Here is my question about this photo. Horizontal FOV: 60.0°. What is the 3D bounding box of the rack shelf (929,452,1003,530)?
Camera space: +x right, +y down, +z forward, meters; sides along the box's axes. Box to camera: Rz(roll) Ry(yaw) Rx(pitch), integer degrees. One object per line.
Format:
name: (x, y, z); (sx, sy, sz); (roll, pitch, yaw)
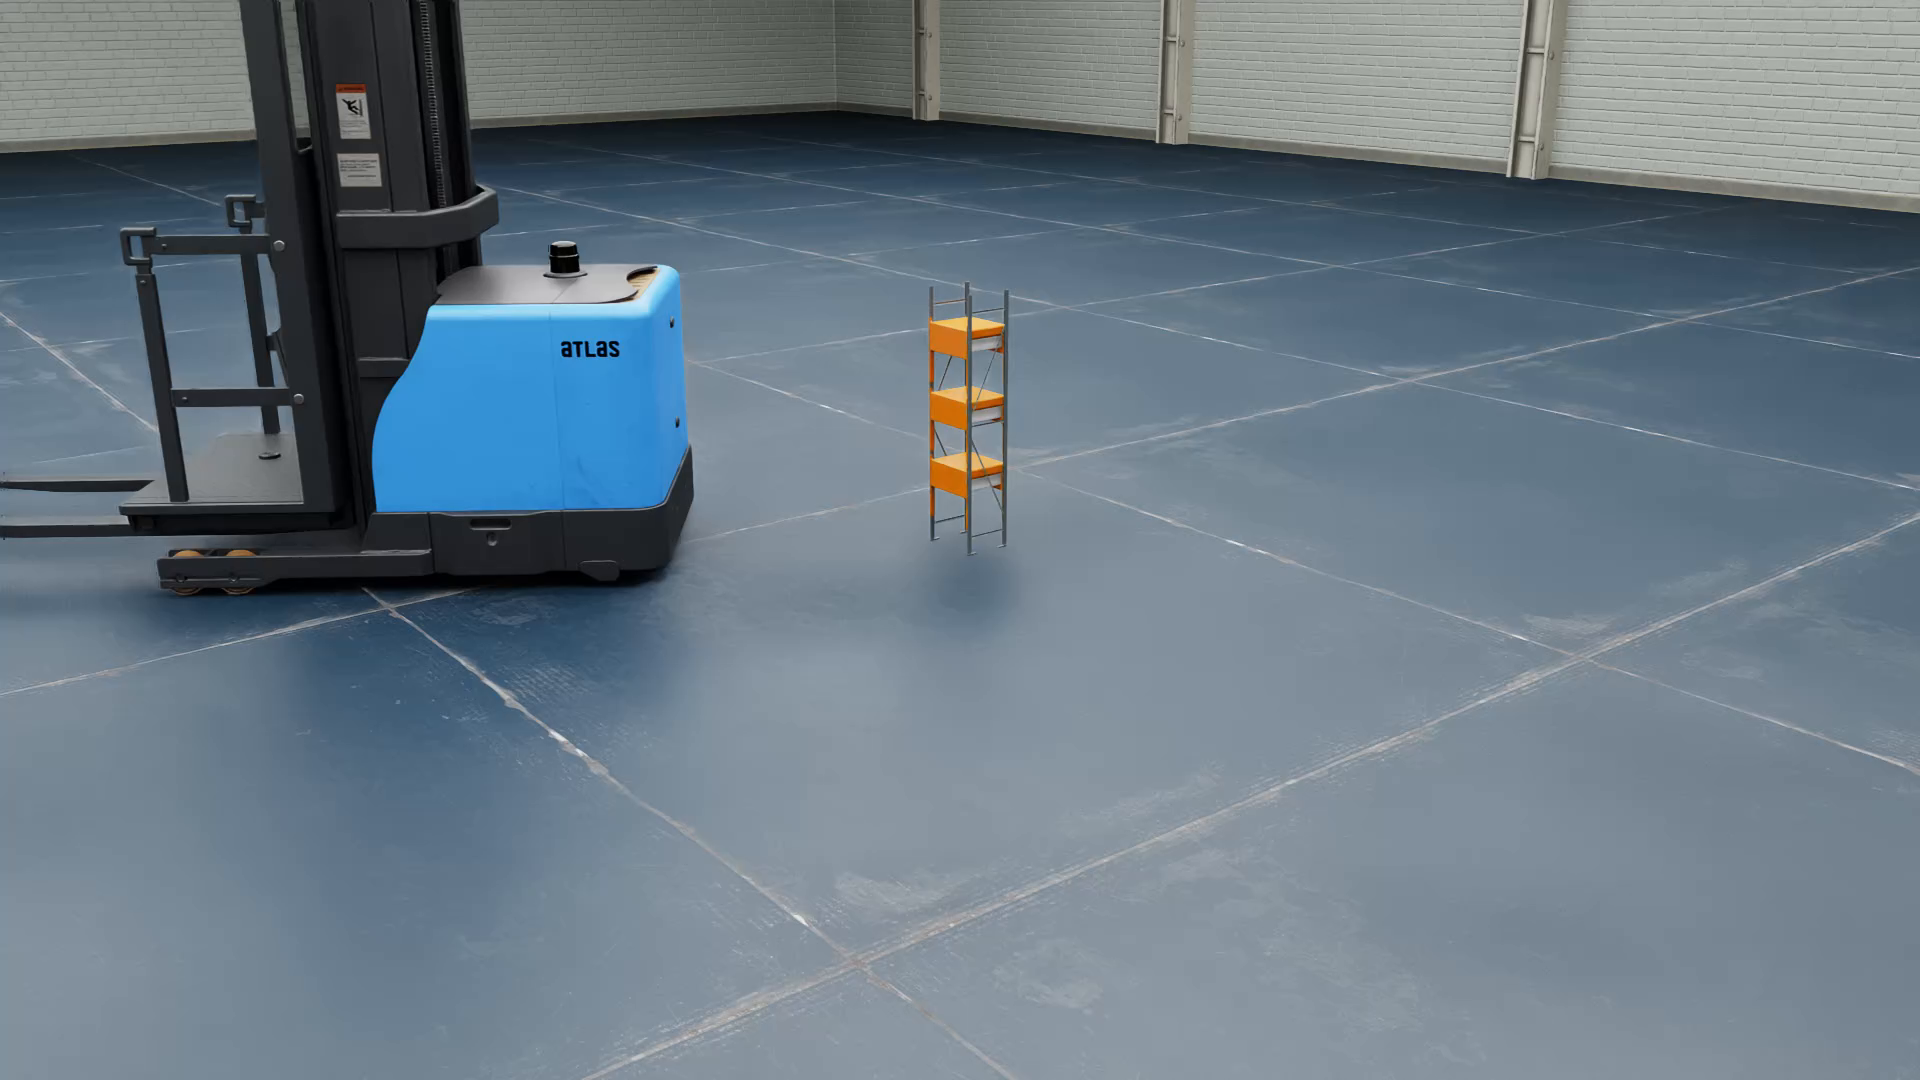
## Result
rack shelf: (0.033, -0.211, 6.748); (0.215, 0.259, 0.240); (-14, 23, -36)

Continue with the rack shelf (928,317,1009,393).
rack shelf: (0.033, -0.745, 6.572); (0.215, 0.259, 0.240); (-14, 23, -36)

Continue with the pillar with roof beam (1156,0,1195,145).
pillar with roof beam: (-0.234, -9.298, 20.627); (9.100, 9.000, 0.400); (-14, 23, -36)

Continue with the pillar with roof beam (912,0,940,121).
pillar with roof beam: (-3.960, -10.777, 25.092); (9.100, 9.000, 0.400); (-14, 23, -36)

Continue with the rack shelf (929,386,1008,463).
rack shelf: (0.033, -0.475, 6.661); (0.215, 0.259, 0.240); (-14, 23, -36)

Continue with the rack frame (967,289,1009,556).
rack frame: (0.109, -0.455, 6.567); (0.200, 1.050, 0.008); (-14, 23, -36)

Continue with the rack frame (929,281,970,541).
rack frame: (-0.043, -0.515, 6.748); (0.200, 1.050, 0.008); (-14, 23, -36)

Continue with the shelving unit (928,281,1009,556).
shelving unit: (0.033, -0.485, 6.658); (0.215, 1.050, 0.252); (-14, 23, -36)

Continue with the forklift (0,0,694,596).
forklift: (-2.644, -1.353, 6.287); (3.031, 2.935, 1.130); (-1, 18, -2)

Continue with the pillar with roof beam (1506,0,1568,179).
pillar with roof beam: (3.491, -7.820, 16.162); (9.100, 9.000, 0.400); (-14, 23, -36)
